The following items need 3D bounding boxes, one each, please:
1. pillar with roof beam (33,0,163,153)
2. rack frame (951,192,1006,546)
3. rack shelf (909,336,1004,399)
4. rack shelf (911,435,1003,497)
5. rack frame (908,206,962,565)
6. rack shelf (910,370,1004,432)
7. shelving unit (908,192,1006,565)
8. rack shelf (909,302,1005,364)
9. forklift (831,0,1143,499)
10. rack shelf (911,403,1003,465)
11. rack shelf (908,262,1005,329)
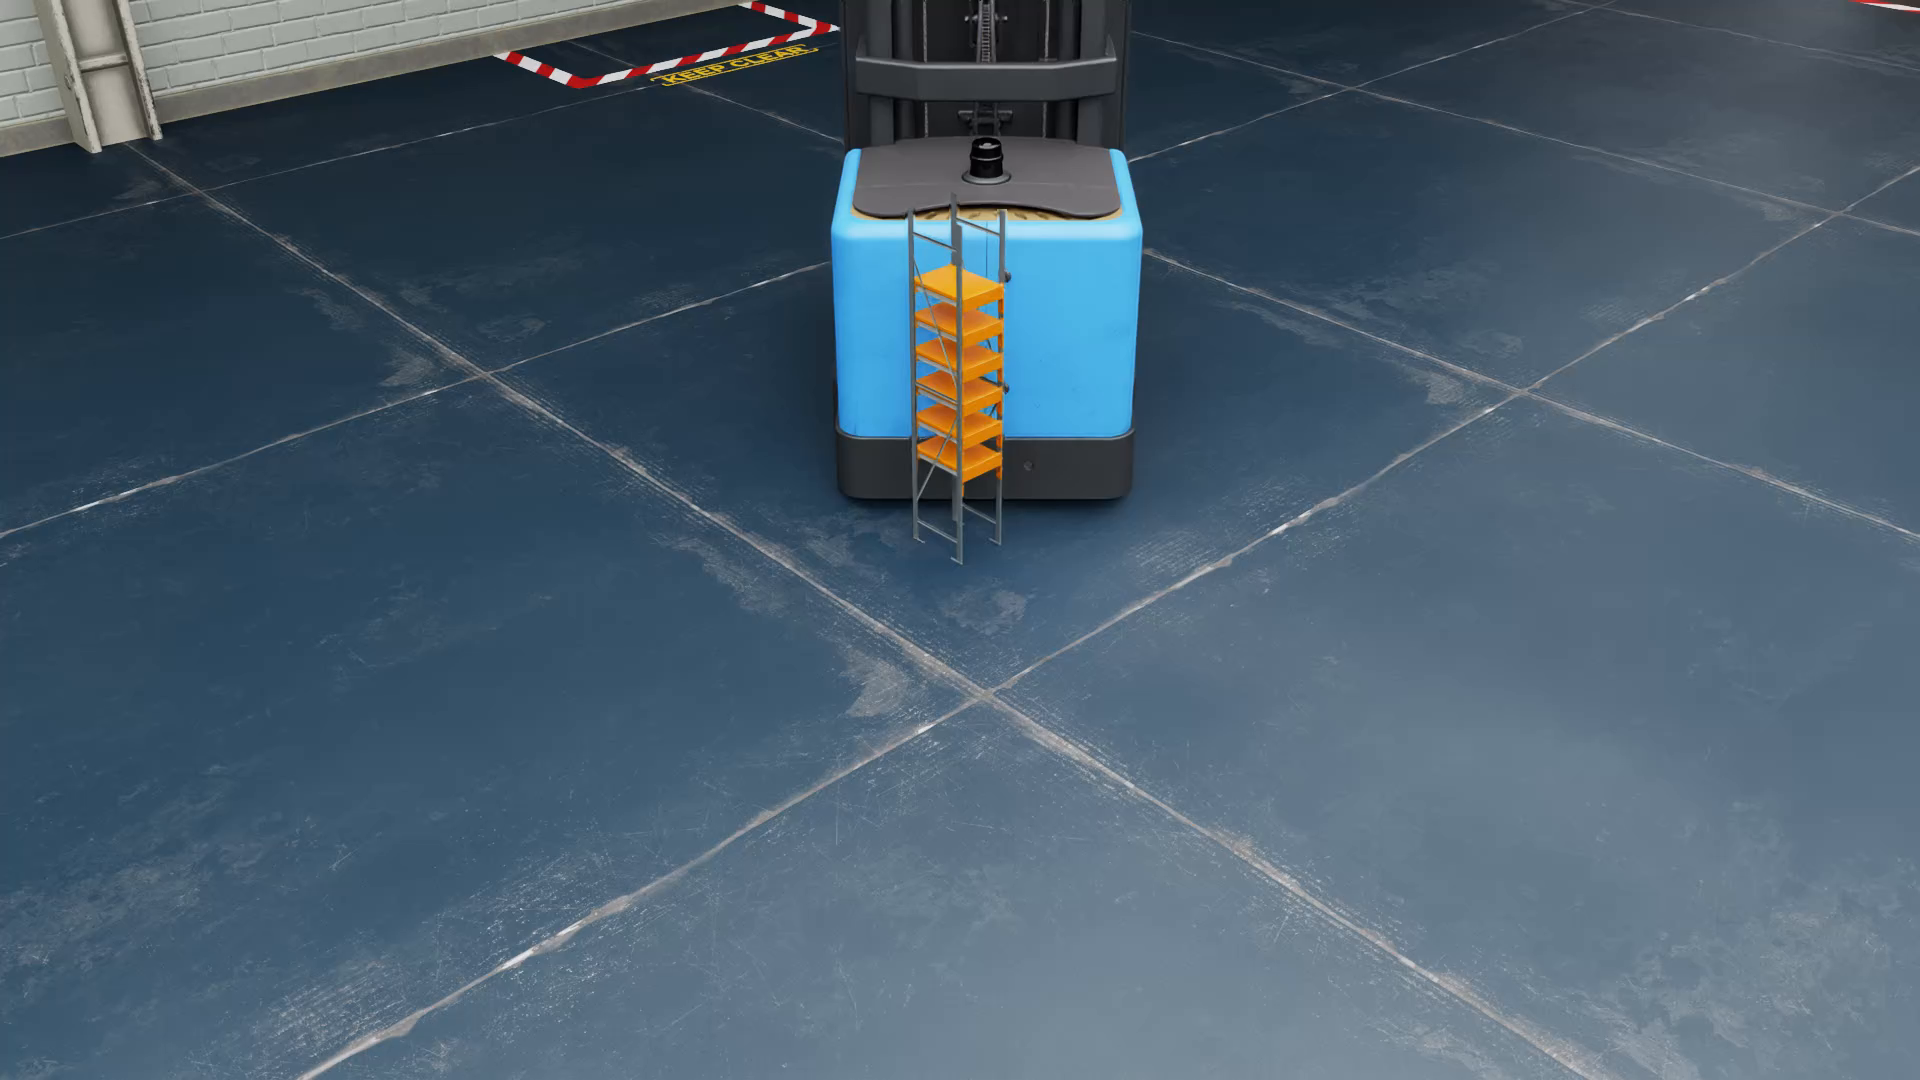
[{"bbox_3d":[-1.876,-4.479,4.449,0.400,9.000,9.100,-26,40,-35],"label":"pillar with roof beam"},{"bbox_3d":[0.056,-0.539,5.479,0.006,1.200,0.240,-26,40,-36],"label":"rack frame"},{"bbox_3d":[-0.011,-0.571,5.387,0.180,0.103,0.258,-26,40,-36],"label":"rack shelf"},{"bbox_3d":[-0.010,-0.263,5.573,0.180,0.103,0.258,-26,40,-36],"label":"rack shelf"},{"bbox_3d":[-0.077,-0.473,5.372,0.006,1.200,0.240,-26,40,-36],"label":"rack frame"},{"bbox_3d":[-0.011,-0.468,5.449,0.180,0.103,0.258,-26,40,-36],"label":"rack shelf"},{"bbox_3d":[-0.011,-0.506,5.426,0.189,1.200,0.258,-26,40,-36],"label":"shelving unit"},{"bbox_3d":[-0.011,-0.673,5.324,0.180,0.103,0.258,-26,40,-36],"label":"rack shelf"},{"bbox_3d":[0.095,-2.122,6.411,1.130,2.935,3.031,0,31,0],"label":"forklift"},{"bbox_3d":[-0.010,-0.365,5.511,0.180,0.103,0.258,-26,40,-36],"label":"rack shelf"},{"bbox_3d":[-0.011,-0.776,5.262,0.180,0.103,0.258,-26,40,-36],"label":"rack shelf"}]
